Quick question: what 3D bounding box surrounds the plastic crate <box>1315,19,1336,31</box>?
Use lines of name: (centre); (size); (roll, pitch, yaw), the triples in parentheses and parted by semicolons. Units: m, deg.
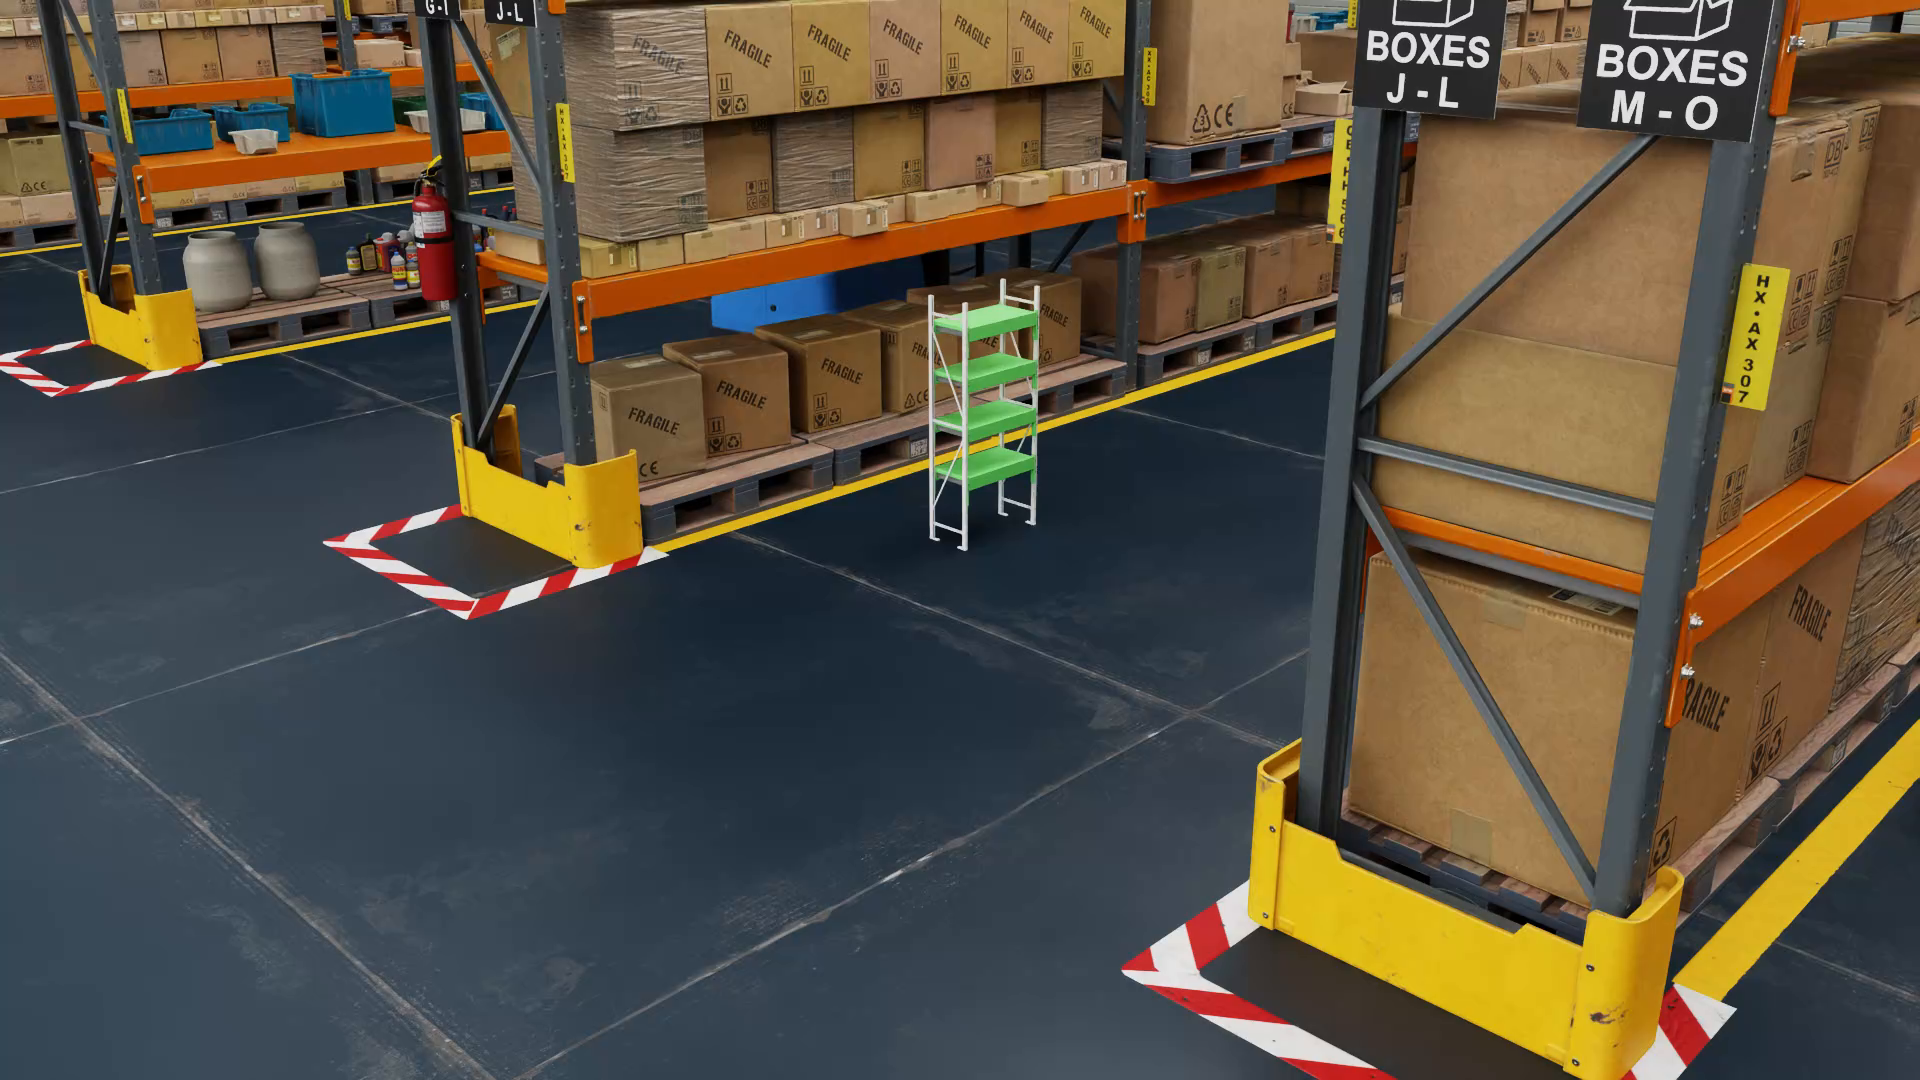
plastic crate: (4.290, -6.136, 20.009); (0.416, 0.233, 0.300); (19, 28, 41)

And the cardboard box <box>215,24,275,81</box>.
cardboard box: (-7.047, -4.729, 16.057); (0.700, 0.500, 0.500); (19, 28, 40)

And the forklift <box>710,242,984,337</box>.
forklift: (-0.418, -2.833, 11.360); (1.130, 2.935, 3.031); (13, 24, 30)

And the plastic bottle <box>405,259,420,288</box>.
plastic bottle: (-4.063, -1.980, 12.331); (0.097, 0.201, 0.097); (0, 21, 0)

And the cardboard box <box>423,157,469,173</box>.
cardboard box: (-5.562, -4.020, 17.600); (0.500, 0.250, 0.500); (-19, 28, -41)

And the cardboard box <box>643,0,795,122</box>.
cardboard box: (-1.141, -2.278, 7.874); (0.500, 0.500, 0.500); (19, 28, 41)

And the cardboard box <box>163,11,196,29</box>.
cardboard box: (-7.302, -4.835, 15.429); (0.250, 0.149, 0.380); (-19, 28, -41)

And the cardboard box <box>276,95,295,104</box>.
cardboard box: (-8.720, -5.672, 21.521); (0.700, 0.500, 0.500); (20, 28, 41)

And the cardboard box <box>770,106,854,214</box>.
cardboard box: (-1.028, -2.022, 8.602); (0.875, 0.500, 0.500); (19, 28, 41)

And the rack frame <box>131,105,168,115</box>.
rack frame: (-9.931, -6.174, 19.956); (1.000, 3.000, 0.127); (19, 28, 41)

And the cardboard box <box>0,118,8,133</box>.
cardboard box: (-11.229, -4.662, 18.893); (0.700, 0.500, 0.500); (17, 27, 37)

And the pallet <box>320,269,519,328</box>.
pallet: (-4.182, -1.915, 12.763); (1.003, 0.211, 1.213); (19, 28, 41)

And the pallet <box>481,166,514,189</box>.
pallet: (-5.042, -4.147, 18.571); (1.003, 0.211, 1.213); (19, 28, 41)

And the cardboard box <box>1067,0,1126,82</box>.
cardboard box: (0.599, -2.922, 9.548); (0.500, 0.500, 0.500); (19, 28, 41)

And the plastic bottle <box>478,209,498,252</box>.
plastic bottle: (-3.825, -2.511, 13.505); (0.144, 0.351, 0.185); (18, 27, 38)

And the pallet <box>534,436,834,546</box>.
pallet: (-1.429, -0.344, 8.676); (1.003, 0.211, 1.213); (19, 28, 41)

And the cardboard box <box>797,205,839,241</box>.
cardboard box: (-0.837, -1.645, 8.525); (0.380, 0.149, 0.250); (19, 28, 41)

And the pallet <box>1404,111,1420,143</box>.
pallet: (3.086, -3.183, 12.443); (1.213, 0.211, 1.003); (19, 28, 41)

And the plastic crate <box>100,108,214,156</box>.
plastic crate: (-5.488, -2.800, 11.386); (0.499, 0.251, 0.616); (19, 28, 41)

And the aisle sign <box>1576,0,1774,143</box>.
aisle sign: (1.574, -1.279, 3.598); (0.394, 0.787, 0.004); (19, 28, 41)

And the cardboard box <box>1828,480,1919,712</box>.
cardboard box: (3.084, -0.014, 6.307); (0.875, 0.875, 0.875); (20, 28, 41)

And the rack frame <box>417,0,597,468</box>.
rack frame: (-2.074, -1.426, 7.604); (1.000, 3.000, 0.127); (19, 28, 41)

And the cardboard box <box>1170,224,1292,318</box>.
cardboard box: (1.896, -1.907, 11.727); (0.700, 0.500, 0.500); (16, 26, 36)

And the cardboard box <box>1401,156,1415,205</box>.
cardboard box: (4.003, -2.859, 13.708); (1.225, 0.875, 0.875); (18, 27, 38)

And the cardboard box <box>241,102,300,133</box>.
cardboard box: (-6.927, -4.156, 16.910); (0.500, 0.500, 0.500); (19, 28, 41)

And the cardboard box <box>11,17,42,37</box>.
cardboard box: (-8.206, -4.500, 14.557); (0.380, 0.149, 0.250); (19, 28, 40)

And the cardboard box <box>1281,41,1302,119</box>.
cardboard box: (1.859, -3.167, 11.405); (0.637, 0.503, 0.797); (-17, 27, -37)

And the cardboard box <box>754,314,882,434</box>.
cardboard box: (-0.784, -0.930, 9.212); (0.500, 0.500, 0.500); (-17, 27, -37)

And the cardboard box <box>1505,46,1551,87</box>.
cardboard box: (4.399, -3.719, 13.431); (0.500, 0.500, 0.500); (18, 28, 39)

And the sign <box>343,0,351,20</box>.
sign: (-5.980, -5.237, 16.202); (0.100, 0.325, 0.005); (19, 28, 41)

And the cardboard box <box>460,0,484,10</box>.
cardboard box: (-6.618, -7.457, 22.714); (0.500, 0.500, 0.500); (-19, 28, -40)

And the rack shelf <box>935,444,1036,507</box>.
rack shelf: (0.115, -0.319, 8.079); (0.258, 0.148, 0.480); (19, 28, 41)

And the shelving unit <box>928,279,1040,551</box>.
shelving unit: (0.115, -0.603, 7.970); (0.258, 1.200, 0.503); (19, 28, 41)

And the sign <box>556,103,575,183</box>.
sign: (-1.685, -1.694, 7.096); (0.100, 0.325, 0.005); (19, 28, 41)

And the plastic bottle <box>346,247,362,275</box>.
plastic bottle: (-4.656, -2.147, 12.766); (0.097, 0.201, 0.097); (0, 21, 0)

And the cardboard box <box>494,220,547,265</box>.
cardboard box: (-2.023, -1.434, 7.974); (0.380, 0.149, 0.250); (19, 28, 41)

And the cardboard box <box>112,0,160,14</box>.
cardboard box: (-7.734, -5.084, 15.174); (0.700, 0.500, 0.500); (19, 28, 41)

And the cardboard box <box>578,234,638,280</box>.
cardboard box: (-1.705, -1.322, 7.685); (0.380, 0.149, 0.250); (19, 28, 41)

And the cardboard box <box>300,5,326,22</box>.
cardboard box: (-6.415, -5.161, 16.277); (0.380, 0.149, 0.250); (19, 28, 41)

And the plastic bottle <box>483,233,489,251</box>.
plastic bottle: (-3.627, -2.247, 12.913); (0.061, 0.283, 0.133); (19, 28, 41)

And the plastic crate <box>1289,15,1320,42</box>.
plastic crate: (3.946, -6.070, 19.766); (0.437, 0.282, 0.530); (19, 28, 41)

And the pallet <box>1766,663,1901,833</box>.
pallet: (2.762, 0.606, 6.205); (1.003, 0.211, 1.213); (19, 28, 41)

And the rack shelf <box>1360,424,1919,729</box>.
rack shelf: (2.804, -0.337, 5.773); (1.077, 0.370, 4.000); (19, 28, 41)

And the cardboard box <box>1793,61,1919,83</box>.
cardboard box: (2.778, -1.262, 5.462); (0.875, 0.550, 0.500); (19, 28, 41)

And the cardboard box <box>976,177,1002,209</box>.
cardboard box: (0.015, -1.974, 9.379); (0.380, 0.149, 0.250); (19, 28, 41)

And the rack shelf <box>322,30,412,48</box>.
rack shelf: (-8.536, -6.352, 21.422); (1.077, 0.370, 4.000); (19, 28, 41)

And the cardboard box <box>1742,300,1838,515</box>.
cardboard box: (2.003, -0.482, 4.940); (0.875, 0.550, 0.550); (19, 28, 41)

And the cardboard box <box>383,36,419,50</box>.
cardboard box: (-5.897, -5.144, 17.464); (0.396, 0.266, 0.258); (18, 28, 39)

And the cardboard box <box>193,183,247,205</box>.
cardboard box: (-7.240, -3.415, 16.026); (0.500, 0.250, 0.500); (19, 28, 41)
